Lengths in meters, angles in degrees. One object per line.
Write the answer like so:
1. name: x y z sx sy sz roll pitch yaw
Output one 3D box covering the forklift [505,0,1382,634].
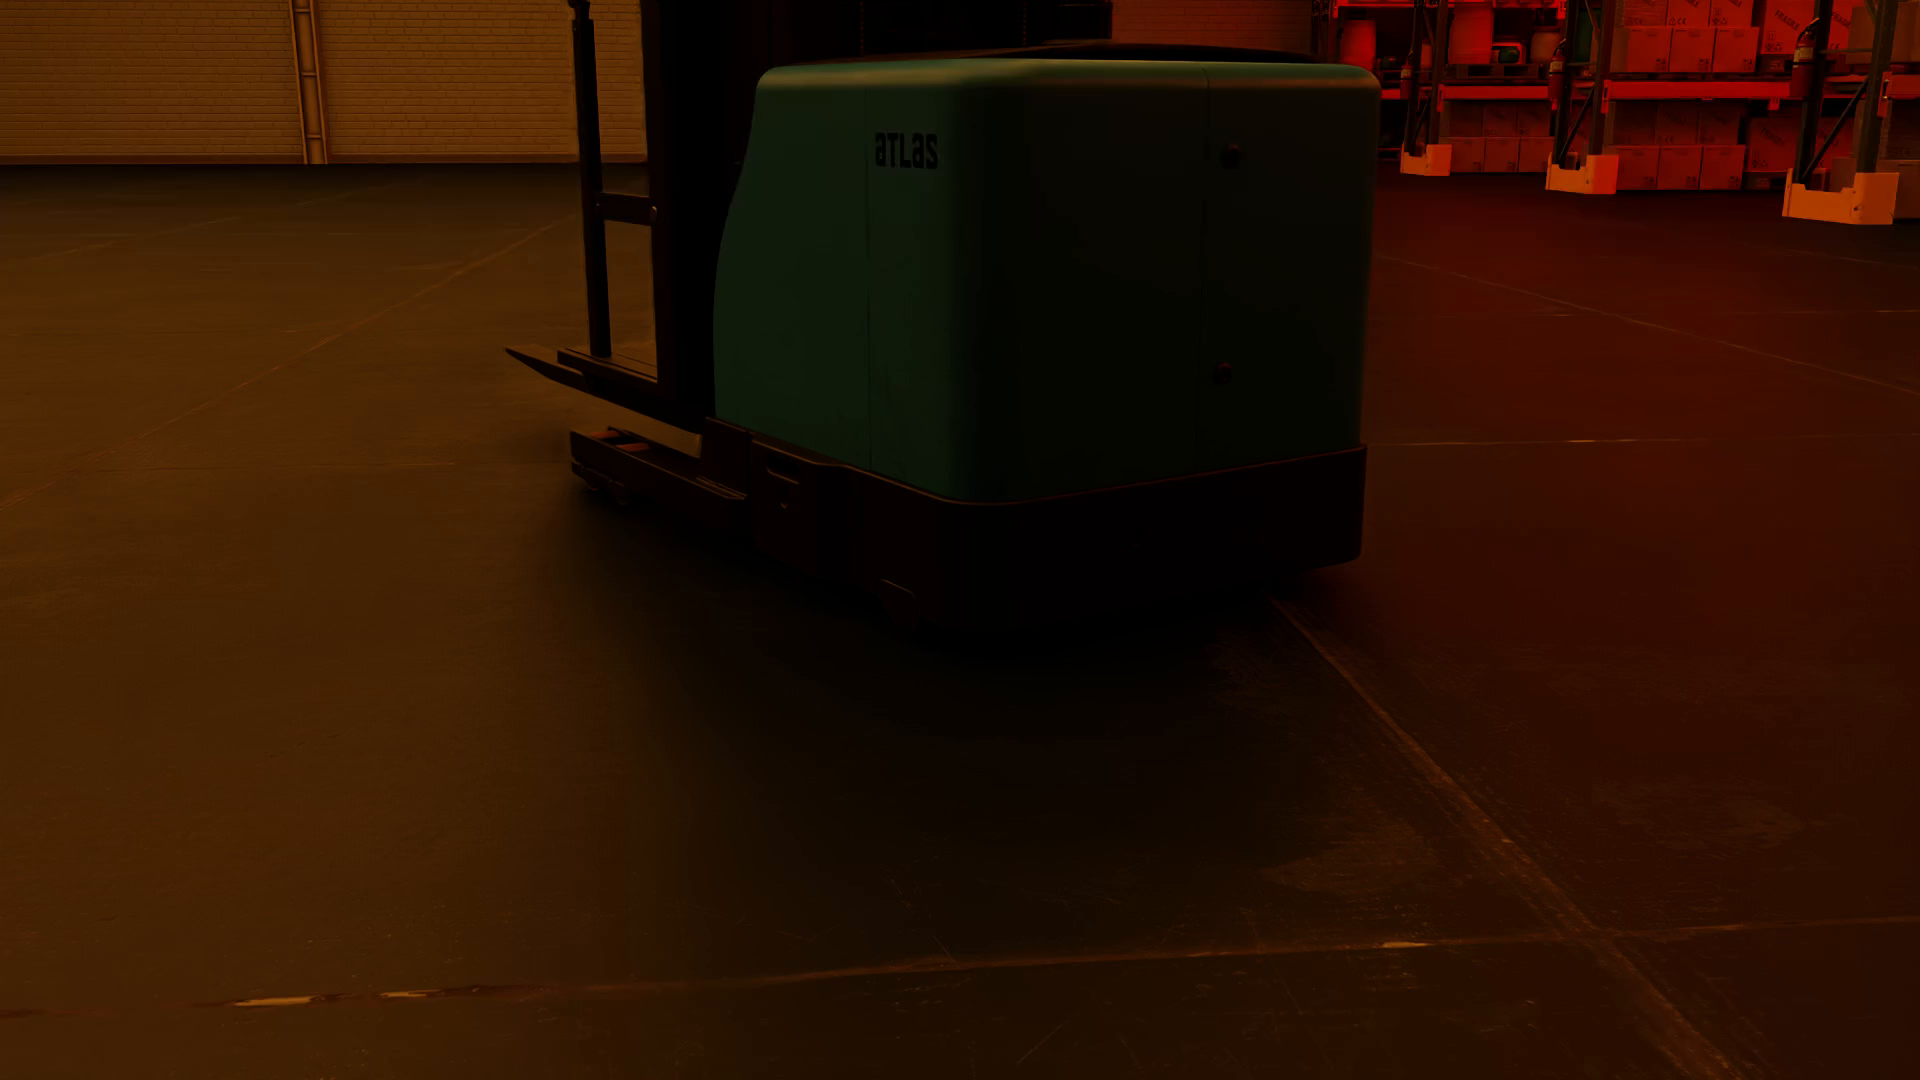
1. forklift: -0.379 -1.563 4.115 1.130 2.935 3.031 -10 18 -32
